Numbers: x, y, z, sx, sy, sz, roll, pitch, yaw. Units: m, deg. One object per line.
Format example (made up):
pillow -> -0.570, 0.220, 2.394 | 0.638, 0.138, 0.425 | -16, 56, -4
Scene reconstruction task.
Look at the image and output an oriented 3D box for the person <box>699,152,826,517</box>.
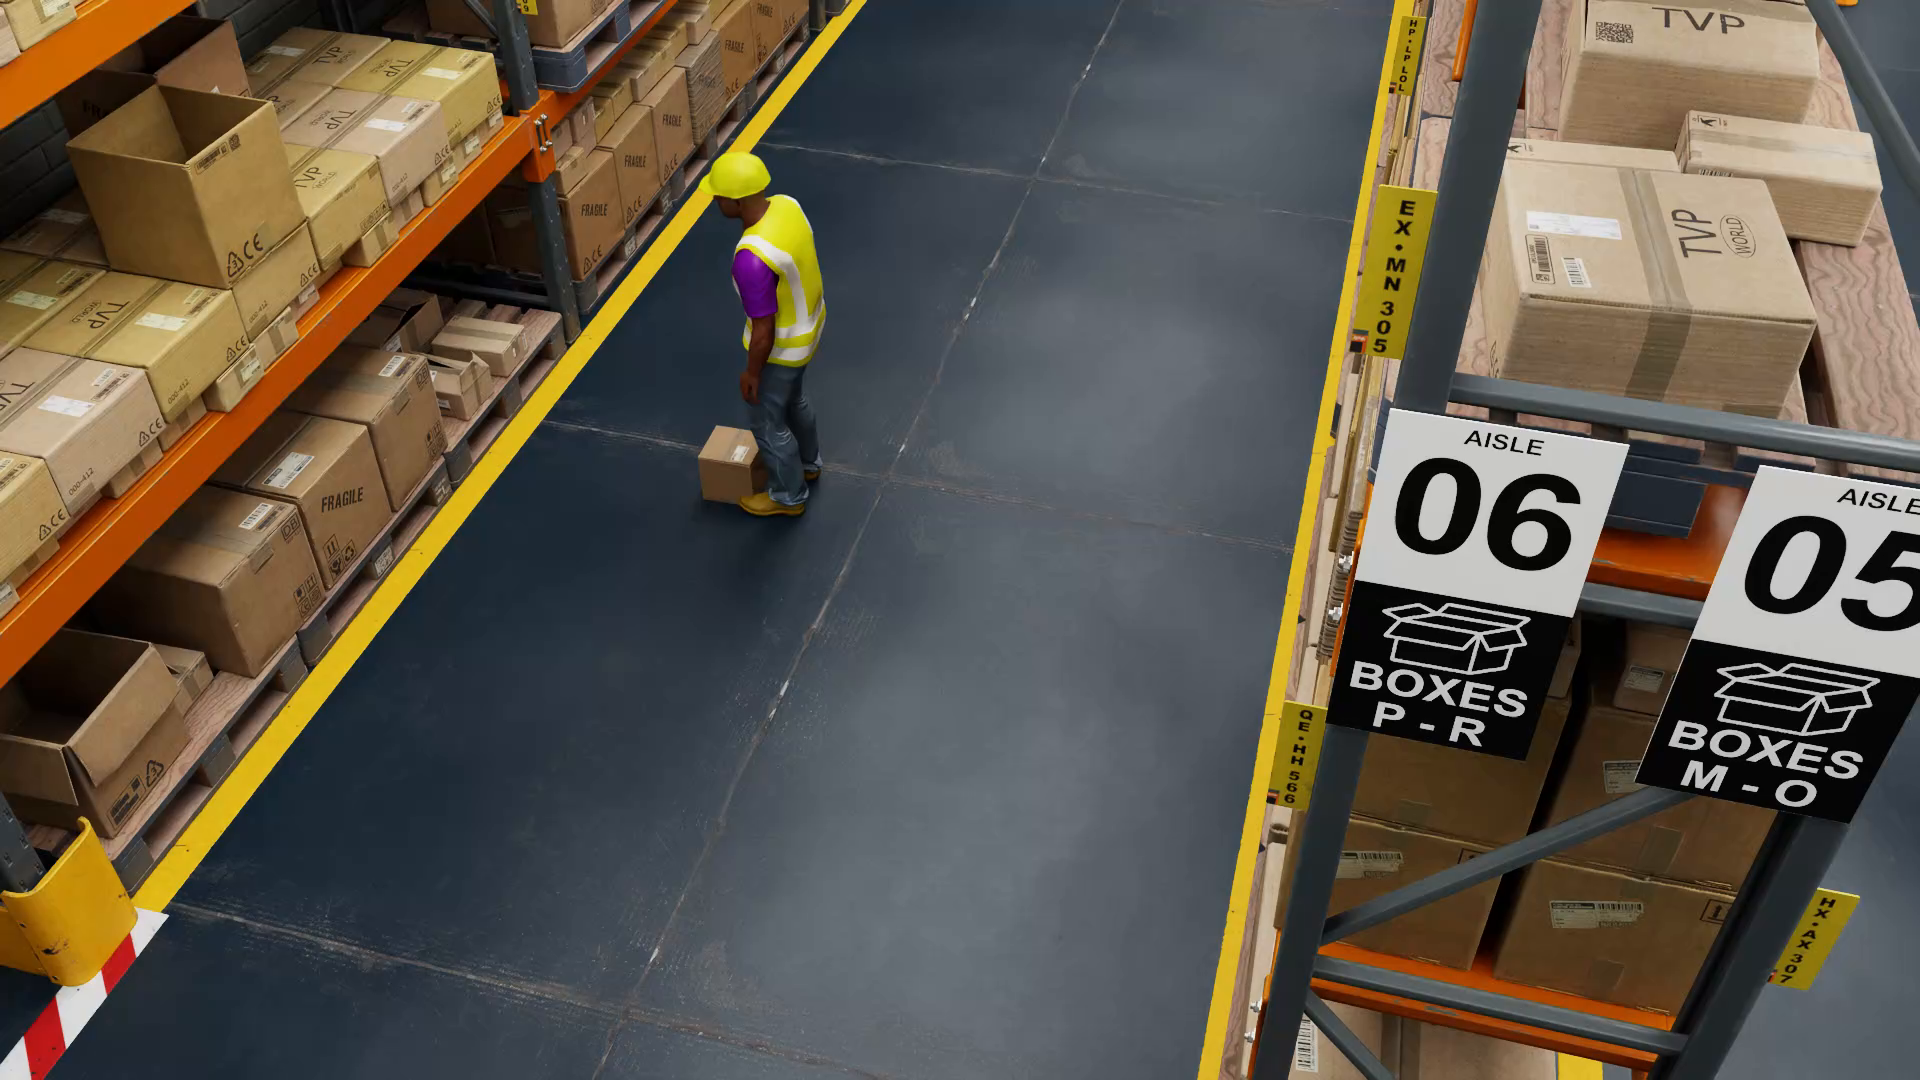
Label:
person -> -0.815, -0.873, 7.158 | 0.461, 1.759, 0.631 | 8, 41, 9
